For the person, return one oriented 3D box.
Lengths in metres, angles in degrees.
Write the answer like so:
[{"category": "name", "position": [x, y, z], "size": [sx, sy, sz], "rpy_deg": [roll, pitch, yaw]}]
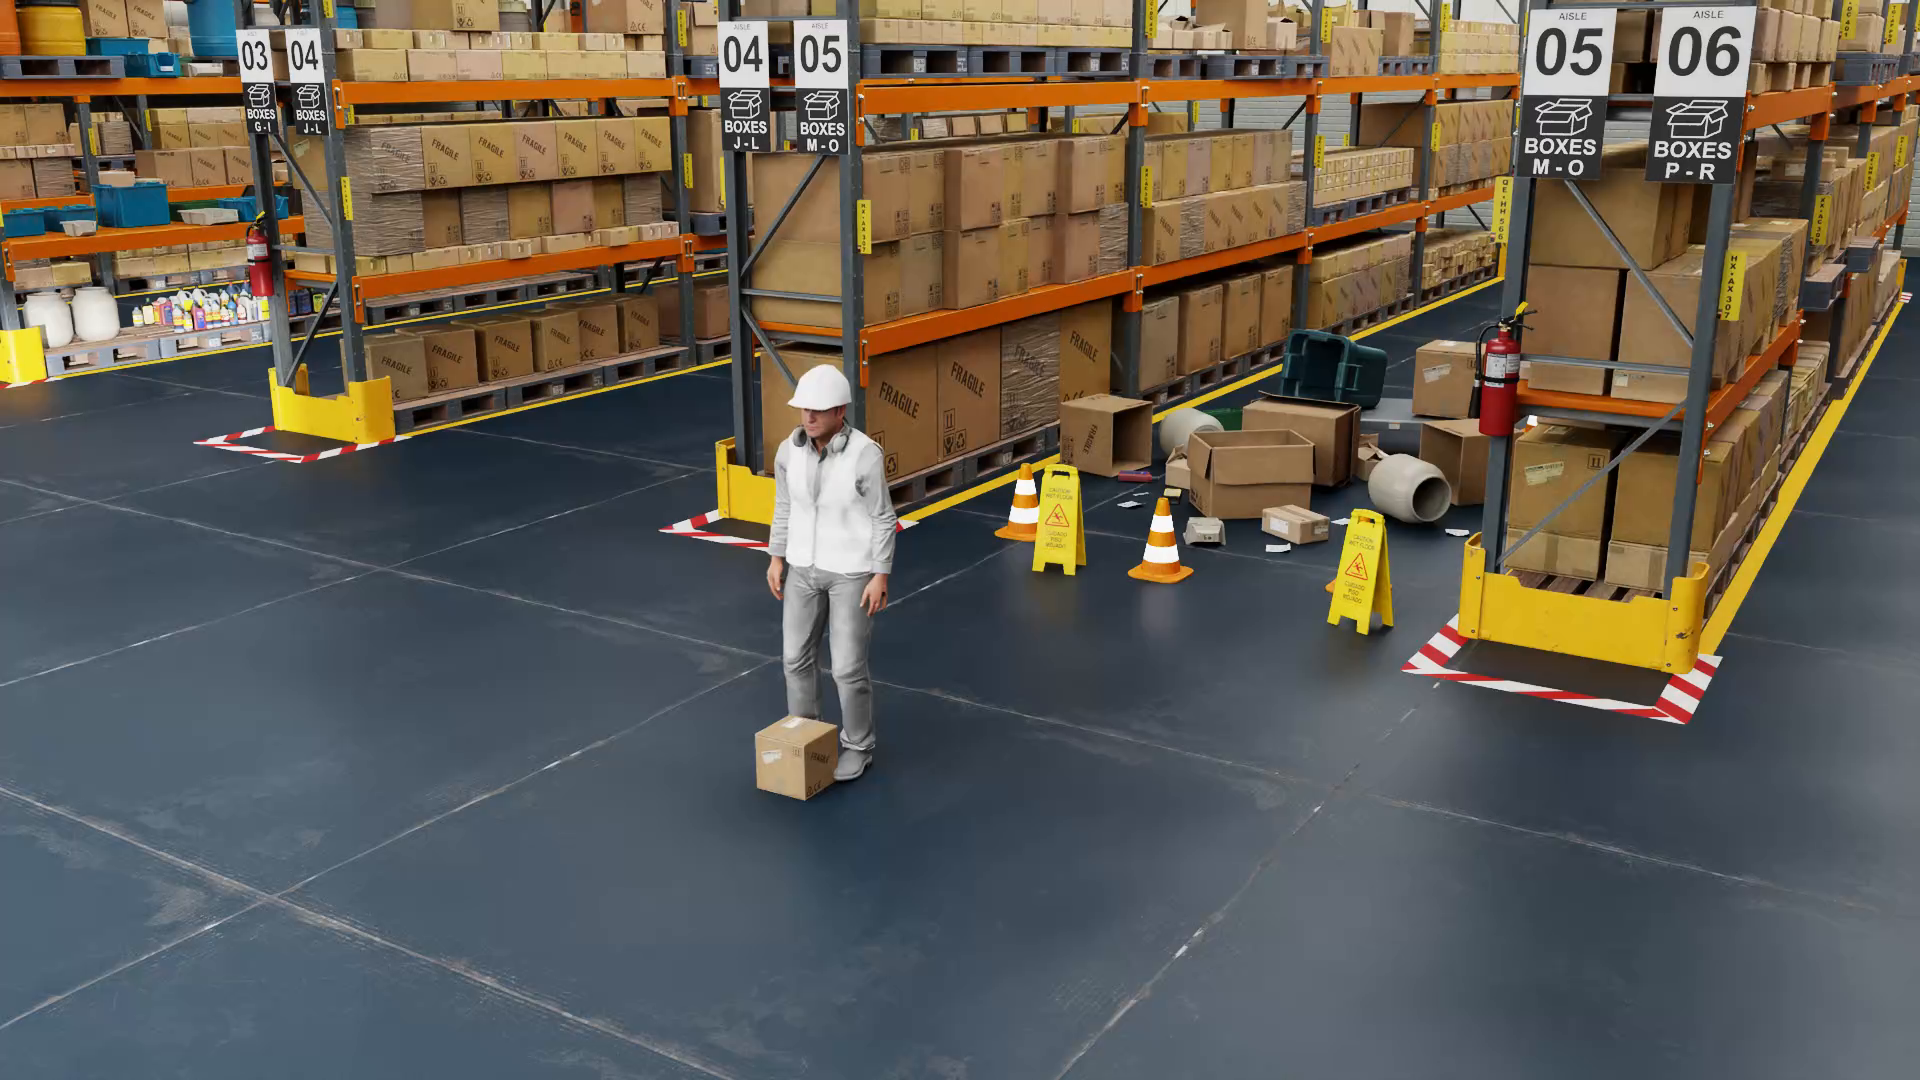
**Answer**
[{"category": "person", "position": [-0.551, 0.126, 7.044], "size": [0.594, 1.772, 0.461], "rpy_deg": [8, 18, 27]}]
